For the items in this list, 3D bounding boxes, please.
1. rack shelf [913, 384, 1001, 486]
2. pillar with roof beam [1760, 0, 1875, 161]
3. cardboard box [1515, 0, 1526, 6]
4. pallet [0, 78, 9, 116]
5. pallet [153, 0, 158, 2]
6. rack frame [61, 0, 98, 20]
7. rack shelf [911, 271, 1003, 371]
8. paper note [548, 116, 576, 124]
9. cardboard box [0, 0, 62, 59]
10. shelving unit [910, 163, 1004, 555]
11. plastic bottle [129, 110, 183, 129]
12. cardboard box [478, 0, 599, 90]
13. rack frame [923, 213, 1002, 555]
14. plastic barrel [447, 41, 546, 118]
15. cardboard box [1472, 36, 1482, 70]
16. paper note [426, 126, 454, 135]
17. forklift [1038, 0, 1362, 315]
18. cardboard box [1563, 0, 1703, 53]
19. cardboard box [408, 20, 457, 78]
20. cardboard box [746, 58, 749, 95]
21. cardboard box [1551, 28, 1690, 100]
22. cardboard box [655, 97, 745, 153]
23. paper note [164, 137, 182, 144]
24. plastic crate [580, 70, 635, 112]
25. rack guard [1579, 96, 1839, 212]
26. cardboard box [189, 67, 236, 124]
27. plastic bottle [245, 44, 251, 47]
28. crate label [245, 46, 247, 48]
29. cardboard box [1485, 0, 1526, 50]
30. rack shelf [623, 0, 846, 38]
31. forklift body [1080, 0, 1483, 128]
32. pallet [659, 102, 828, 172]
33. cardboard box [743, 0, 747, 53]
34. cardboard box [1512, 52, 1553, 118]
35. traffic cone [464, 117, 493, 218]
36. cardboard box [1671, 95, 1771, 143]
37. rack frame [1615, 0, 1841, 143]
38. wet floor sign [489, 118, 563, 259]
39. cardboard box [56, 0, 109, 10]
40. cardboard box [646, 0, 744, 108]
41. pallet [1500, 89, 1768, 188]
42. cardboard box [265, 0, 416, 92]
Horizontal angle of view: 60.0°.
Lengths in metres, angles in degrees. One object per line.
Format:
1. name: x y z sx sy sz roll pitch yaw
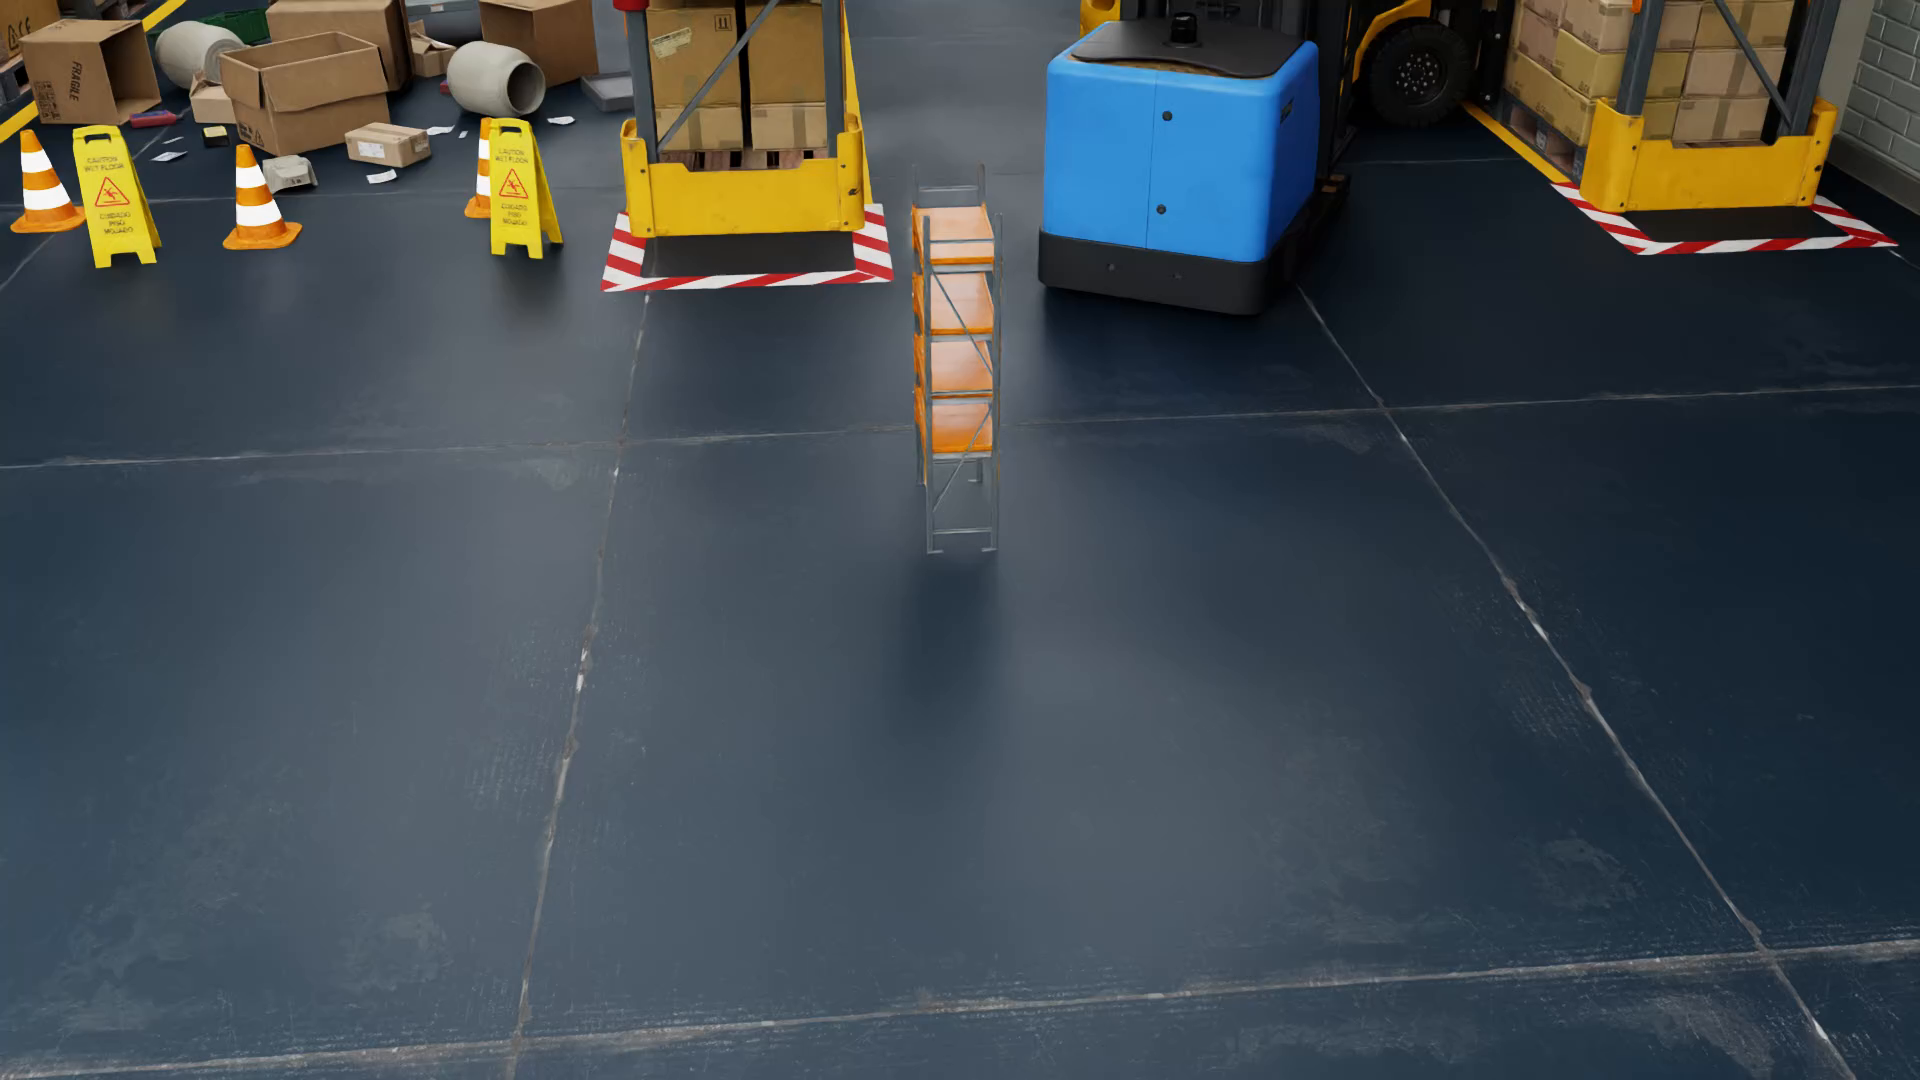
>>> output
1. rack shelf: -0.015 -0.371 5.720 0.258 0.148 0.480 -3 31 -5
2. pillar with roof beam: 0.421 -5.871 6.804 9.100 9.000 0.400 -3 31 -5
3. cardboard box: 3.410 -3.270 9.596 0.500 0.250 0.500 -2 31 -4
4. pallet: -6.249 -2.404 9.568 1.003 0.211 1.213 -3 31 -5
5. pallet: -6.624 -4.435 12.968 1.003 0.211 1.213 -3 31 -5
6. rack frame: -6.360 -4.617 10.555 1.000 3.000 0.127 -3 31 -5
7. rack shelf: -0.015 -0.734 5.504 0.258 0.148 0.480 -3 31 -5
8. paper note: -2.375 -2.510 9.922 0.142 0.019 0.148 -14 33 -22
9. cardboard box: -6.371 -3.561 10.449 0.875 0.875 0.875 -2 31 -4
10. shelving unit: -0.015 -0.600 5.584 0.258 1.200 0.503 -3 31 -5
11. plastic bottle: -4.775 -2.504 9.883 0.283 0.061 0.133 -14 33 -22
12. cardboard box: -2.695 -3.221 10.653 0.500 0.500 0.500 20 36 29
13. rack frame: 0.007 -0.475 5.375 0.240 1.200 0.015 -3 31 -5
14. plastic barrel: -2.767 -2.740 9.924 0.512 0.421 0.421 20 36 29
15. cardboard box: 3.370 -3.102 10.290 0.500 0.250 0.500 -2 31 -3
16. paper note: -3.067 -2.412 9.770 0.148 0.019 0.142 8 32 13
17. forklift: 1.390 -2.978 7.878 1.130 2.935 3.031 12 33 19
18. cardboard box: 3.521 -2.753 8.730 0.500 0.250 0.500 -2 31 -3
19. cardboard box: -3.502 -3.213 10.871 0.396 0.266 0.258 27 40 37
20. cardboard box: -1.505 -2.795 9.776 0.500 0.250 0.500 -4 31 -6
21. cardboard box: 3.518 -2.551 8.881 0.500 0.250 0.500 -3 31 -5
22. cardboard box: -1.413 -2.275 8.906 0.500 0.250 0.500 -3 31 -5
23. paper note: -4.545 -2.309 9.606 0.032 0.001 0.123 13 33 21
24. plastic crate: -2.111 -2.811 10.379 0.402 0.080 0.583 -14 33 -22
25. rack guard: 3.877 -2.018 8.641 1.175 0.500 0.348 -3 31 -5
26. cardboard box: -4.365 -2.654 9.934 0.396 0.266 0.258 2 31 4
27. plastic bottle: -4.831 -3.287 11.193 0.133 0.061 0.283 -20 36 -30
28. crate label: -4.702 -3.123 10.846 0.250 0.136 0.298 27 40 37
29. cardboard box: 3.413 -3.070 9.750 0.500 0.250 0.500 -3 31 -6
30. rack shelf: -1.254 -3.576 9.513 1.077 0.370 4.000 -3 31 -5
31. forklift body: 1.881 -3.620 9.712 2.313 2.155 1.214 -3 31 -5
32. pallet: -1.115 -2.122 9.096 1.003 0.211 1.213 -3 31 -5
33. cardboard box: -1.494 -3.106 9.566 0.500 0.500 0.500 -3 31 -6
34. cardboard box: 3.479 -2.582 9.420 0.500 0.250 0.500 -3 31 -5
35. traffic cone: -2.392 -1.932 8.534 0.336 0.463 0.334 -3 31 -5
36. cardboard box: 4.023 -2.363 9.053 0.500 0.250 0.500 -3 31 -4
37. rack frame: 3.875 -3.103 8.020 1.000 3.000 0.127 -3 31 -5
38. wet floor sign: -2.115 -1.705 7.974 0.267 0.644 0.232 8 32 13
39. cardboard box: -6.507 -4.144 11.547 1.050 0.750 0.750 -3 31 -5
40. cardboard box: -1.402 -2.582 8.688 0.500 0.500 0.500 -3 31 -4
41. pallet: 3.761 -2.295 9.386 1.003 0.211 1.213 -3 31 -5
42. cardboard box: -3.847 -3.103 10.321 0.797 0.637 0.503 -3 31 -5
